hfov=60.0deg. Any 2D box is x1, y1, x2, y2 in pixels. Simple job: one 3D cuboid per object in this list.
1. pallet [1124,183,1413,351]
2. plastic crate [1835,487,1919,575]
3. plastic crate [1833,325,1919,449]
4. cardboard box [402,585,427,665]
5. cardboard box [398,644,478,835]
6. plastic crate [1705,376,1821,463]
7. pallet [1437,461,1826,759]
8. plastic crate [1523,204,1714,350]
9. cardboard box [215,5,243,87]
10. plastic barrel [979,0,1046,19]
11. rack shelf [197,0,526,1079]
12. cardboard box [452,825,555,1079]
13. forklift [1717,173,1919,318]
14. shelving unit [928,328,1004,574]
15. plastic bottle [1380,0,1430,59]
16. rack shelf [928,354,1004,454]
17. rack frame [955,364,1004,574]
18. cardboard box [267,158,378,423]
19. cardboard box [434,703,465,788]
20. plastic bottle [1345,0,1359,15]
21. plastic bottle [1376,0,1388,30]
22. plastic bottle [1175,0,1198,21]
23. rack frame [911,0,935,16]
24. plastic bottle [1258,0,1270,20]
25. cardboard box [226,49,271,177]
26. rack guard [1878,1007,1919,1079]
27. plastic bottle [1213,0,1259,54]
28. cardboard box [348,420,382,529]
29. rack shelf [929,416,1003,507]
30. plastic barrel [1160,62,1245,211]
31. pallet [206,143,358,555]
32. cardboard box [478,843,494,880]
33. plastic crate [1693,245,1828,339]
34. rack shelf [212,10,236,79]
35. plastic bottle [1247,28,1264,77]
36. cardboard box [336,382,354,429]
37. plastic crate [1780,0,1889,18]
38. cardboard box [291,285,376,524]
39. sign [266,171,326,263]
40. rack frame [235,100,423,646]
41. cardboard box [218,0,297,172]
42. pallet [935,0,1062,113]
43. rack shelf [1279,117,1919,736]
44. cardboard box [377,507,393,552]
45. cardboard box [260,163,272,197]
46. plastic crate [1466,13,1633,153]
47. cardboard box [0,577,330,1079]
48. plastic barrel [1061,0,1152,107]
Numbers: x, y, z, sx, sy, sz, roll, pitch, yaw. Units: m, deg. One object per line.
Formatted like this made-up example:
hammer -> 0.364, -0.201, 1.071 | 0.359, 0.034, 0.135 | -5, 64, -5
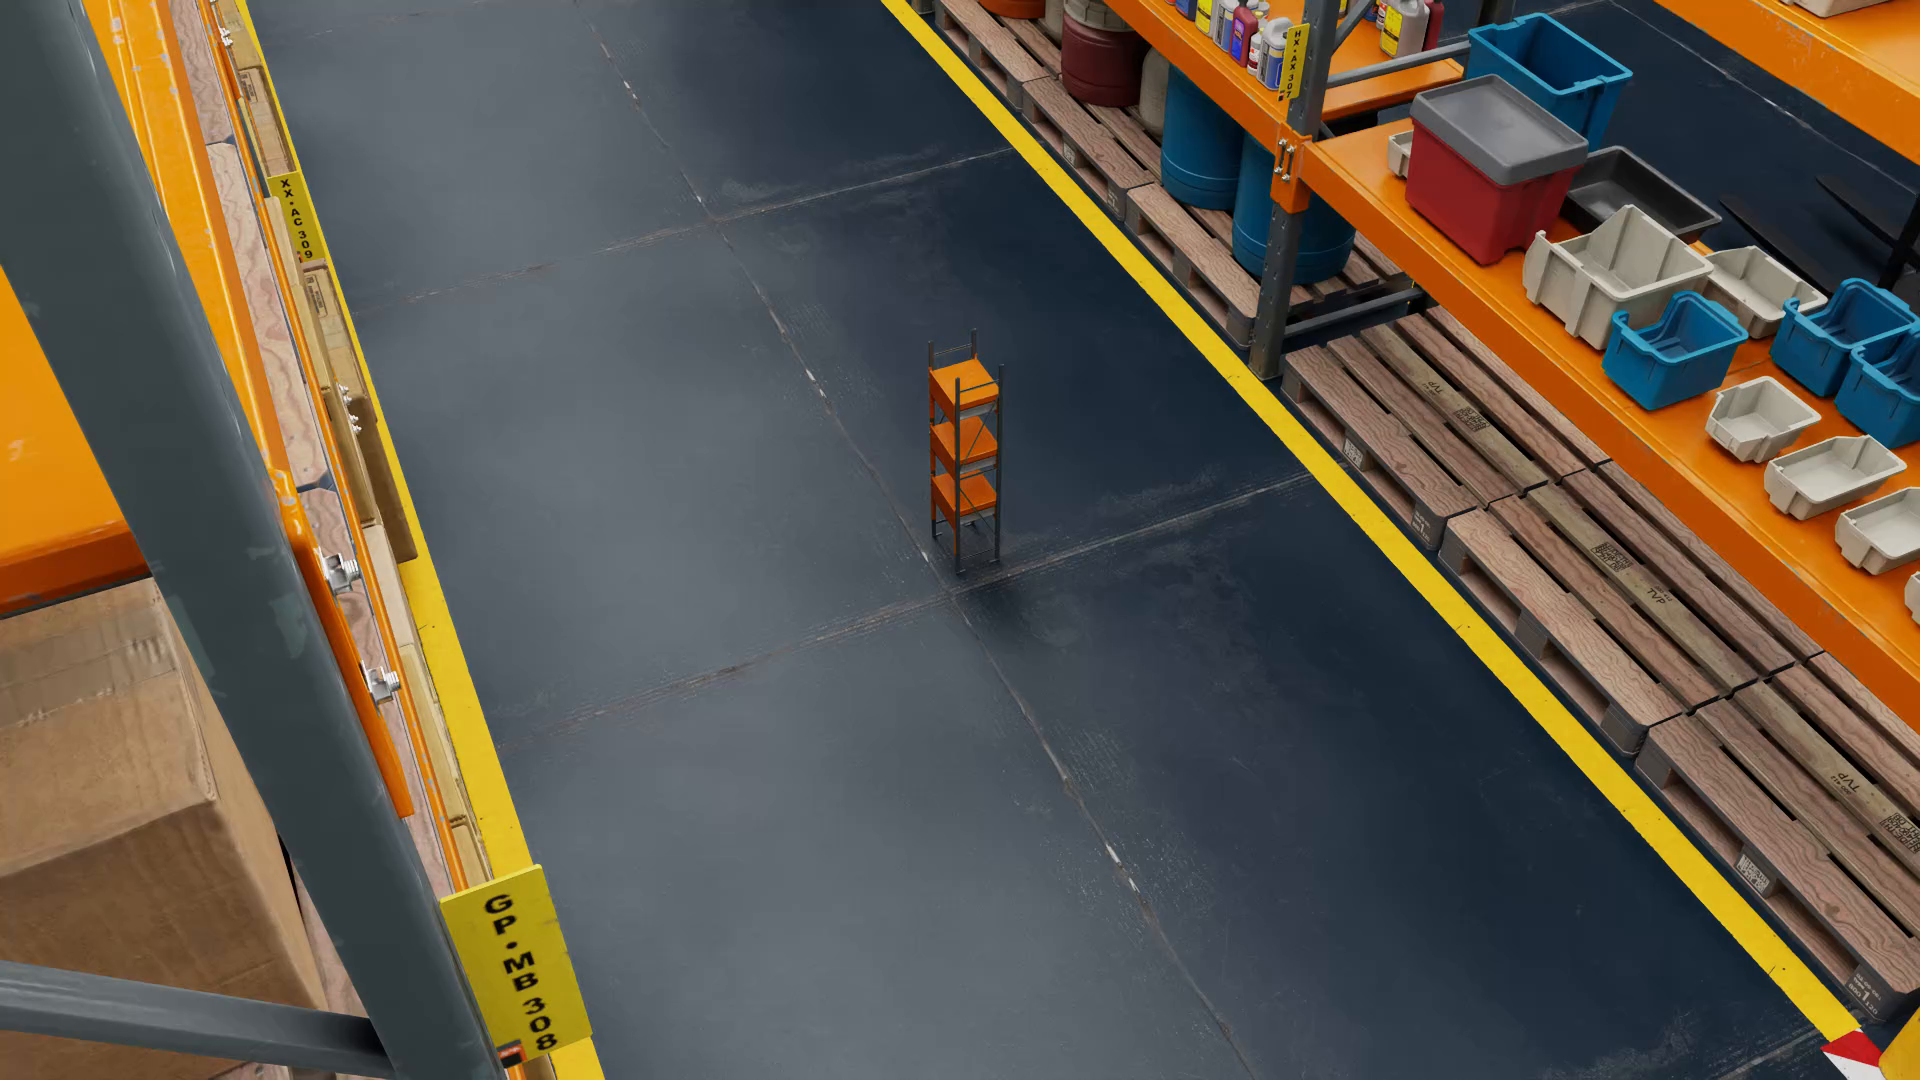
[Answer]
pallet -> 1.566, -1.510, 8.498 | 1.003, 0.211, 1.213 | -18, 47, -17
plastic crate -> 2.919, -0.032, 5.160 | 0.396, 0.136, 0.243 | -18, 47, -17
plastic crate -> 3.176, -0.505, 5.571 | 0.416, 0.233, 0.300 | -18, 47, -17
cardboard box -> -1.782, 0.307, 4.851 | 0.380, 0.149, 0.250 | -17, 47, -17
cardboard box -> -1.573, 0.594, 4.276 | 0.500, 0.250, 0.500 | -19, 48, -18
plastic crate -> 2.638, -0.385, 5.519 | 0.298, 0.136, 0.250 | -18, 47, -17
pallet -> 2.714, 0.230, 6.735 | 1.003, 0.211, 1.213 | -18, 47, -17
plastic crate -> 2.328, -0.950, 5.987 | 0.437, 0.282, 0.530 | -18, 47, -17
cardboard box -> -3.465, -2.229, 7.171 | 0.500, 0.500, 0.500 | -19, 48, -19
plastic barrel -> 0.392, -3.617, 9.895 | 0.600, 0.830, 0.708 | -18, 47, -17
rack shelf -> -1.800, -0.073, 3.433 | 1.077, 0.370, 4.000 | -18, 47, -17
cardboard box -> -1.126, 0.990, 3.341 | 0.500, 0.500, 0.500 | -19, 48, -18
forklift -> 4.725, -1.734, 6.789 | 1.130, 2.935, 3.031 | -14, 46, -13
shelving unit -> 0.022, -0.340, 6.716 | 0.215, 1.050, 0.252 | -18, 47, -17
plastic bottle -> 1.982, -2.326, 7.376 | 0.144, 0.351, 0.185 | -18, 47, -17
rack shelf -> 0.022, -0.534, 6.524 | 0.215, 0.259, 0.240 | -18, 47, -17
rack frame -> 0.074, -0.262, 6.637 | 0.200, 1.050, 0.008 | -18, 47, -17
cardboard box -> -3.305, -0.900, 7.109 | 1.225, 0.875, 0.875 | -20, 48, -19
cardboard box -> -1.569, 0.633, 4.521 | 0.380, 0.149, 0.250 | -17, 47, -17
plastic bottle -> 1.850, -2.595, 7.701 | 0.152, 0.276, 0.135 | -18, 47, -17
plastic bottle -> 1.965, -2.440, 7.598 | 0.097, 0.201, 0.097 | 0, 45, 0
plastic bottle -> 1.092, -2.588, 7.641 | 0.144, 0.351, 0.185 | -18, 47, -17
rack frame -> 0.171, -4.547, 9.592 | 1.000, 3.000, 0.127 | -18, 47, -17
plastic bottle -> 1.346, -2.365, 7.521 | 0.097, 0.201, 0.097 | 0, 45, 0
cardboard box -> -3.030, -1.577, 6.510 | 0.500, 0.500, 0.500 | -19, 48, -18
rack guard -> 3.557, 1.452, 5.291 | 1.175, 0.500, 0.348 | -18, 47, -17
plastic bottle -> 1.240, -2.343, 7.446 | 0.152, 0.276, 0.135 | -18, 47, -17
cardboard box -> -1.997, -0.055, 4.934 | 0.500, 0.250, 0.500 | -17, 47, -16
rack shelf -> 0.022, -0.332, 6.723 | 0.215, 0.259, 0.240 | -18, 47, -17
plastic barrel -> 1.342, -2.204, 8.412 | 0.600, 0.901, 0.708 | -18, 47, -17
pallet -> -1.797, -0.271, 3.185 | 1.003, 0.211, 1.213 | -18, 47, -17
cardboard box -> -1.352, 0.961, 4.188 | 0.380, 0.149, 0.250 | -19, 48, -18
plastic crate -> 2.858, -0.905, 6.045 | 0.293, 0.136, 0.466 | -18, 47, -17
rack shelf -> -3.482, -2.622, 6.017 | 1.077, 0.370, 4.000 | -18, 47, -17
plastic bottle -> 1.320, -2.149, 7.303 | 0.097, 0.201, 0.097 | 0, 45, 0
cardboard box -> -2.215, -0.348, 5.515 | 0.380, 0.149, 0.250 | -18, 47, -17
plastic crate -> 2.441, -1.666, 4.724 | 0.437, 0.136, 0.530 | -18, 47, -17
cardboard box -> -1.998, -0.320, 4.669 | 0.500, 0.500, 0.500 | -18, 47, -17
sign -> -2.138, -1.037, 5.361 | 0.100, 0.325, 0.005 | -18, 47, -17
rack frame -> -2.641, -0.535, 5.526 | 1.000, 3.000, 0.127 | -18, 47, -17
cardboard box -> -4.051, -2.032, 8.256 | 1.225, 0.875, 0.875 | -20, 48, -19
pallet -> 0.540, -3.064, 10.074 | 1.003, 0.211, 1.213 | -18, 47, -17
rack shelf -> 2.694, -0.468, 5.969 | 1.077, 0.370, 4.000 | -18, 47, -17
cardboard box -> -1.999, -0.021, 5.183 | 0.380, 0.149, 0.250 | -19, 48, -18
cardboard box -> -2.607, -0.938, 5.863 | 0.500, 0.500, 0.500 | -18, 47, -17
plastic crate -> 2.359, -1.817, 6.793 | 0.392, 0.384, 0.575 | -18, 47, -17
cardboard box -> -1.226, 0.410, 1.991 | 0.700, 0.500, 0.500 | -21, 48, -20
plastic barrel -> 0.867, -2.812, 9.251 | 0.600, 0.588, 0.708 | -18, 47, -17
